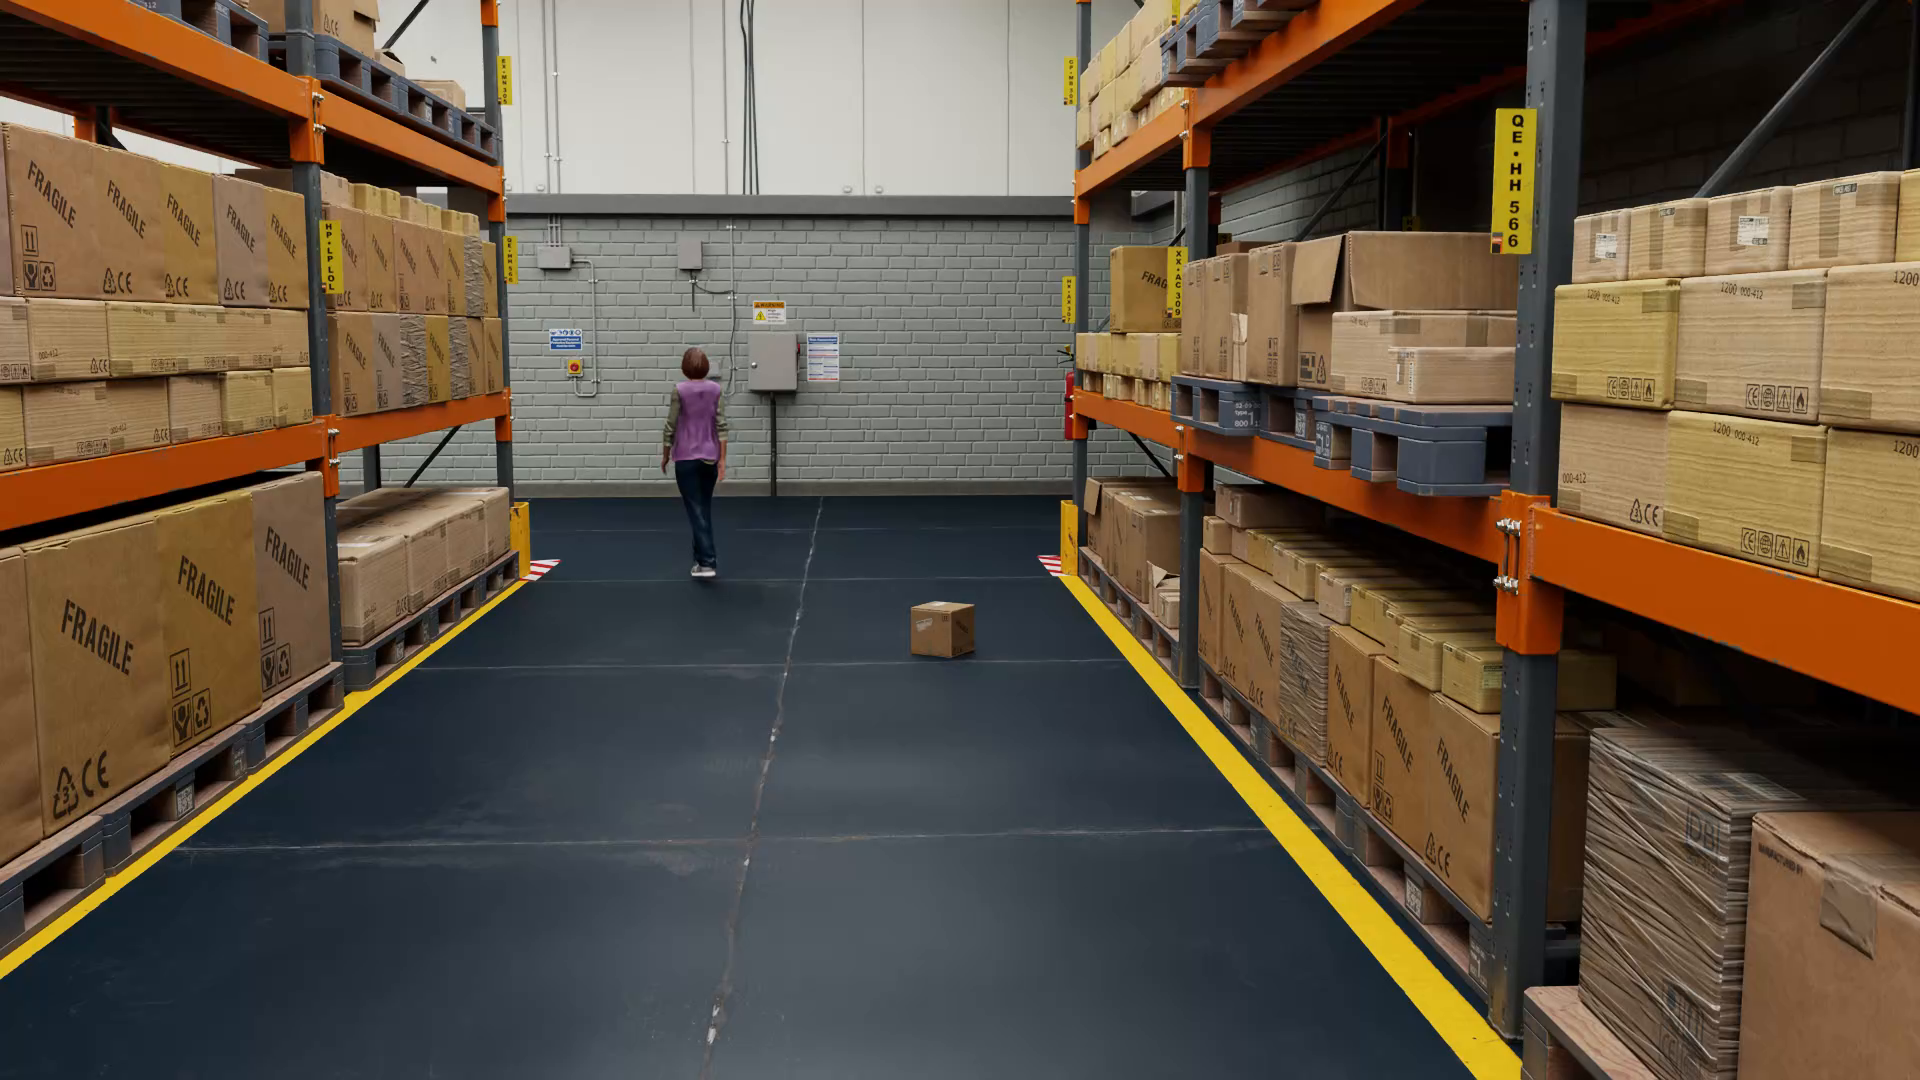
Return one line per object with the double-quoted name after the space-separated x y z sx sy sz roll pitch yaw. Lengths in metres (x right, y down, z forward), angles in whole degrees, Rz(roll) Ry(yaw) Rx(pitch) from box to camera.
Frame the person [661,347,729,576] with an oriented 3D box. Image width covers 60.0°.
-1.847 -0.515 11.513 0.414 1.638 0.628 -4 8 -31 "person"
